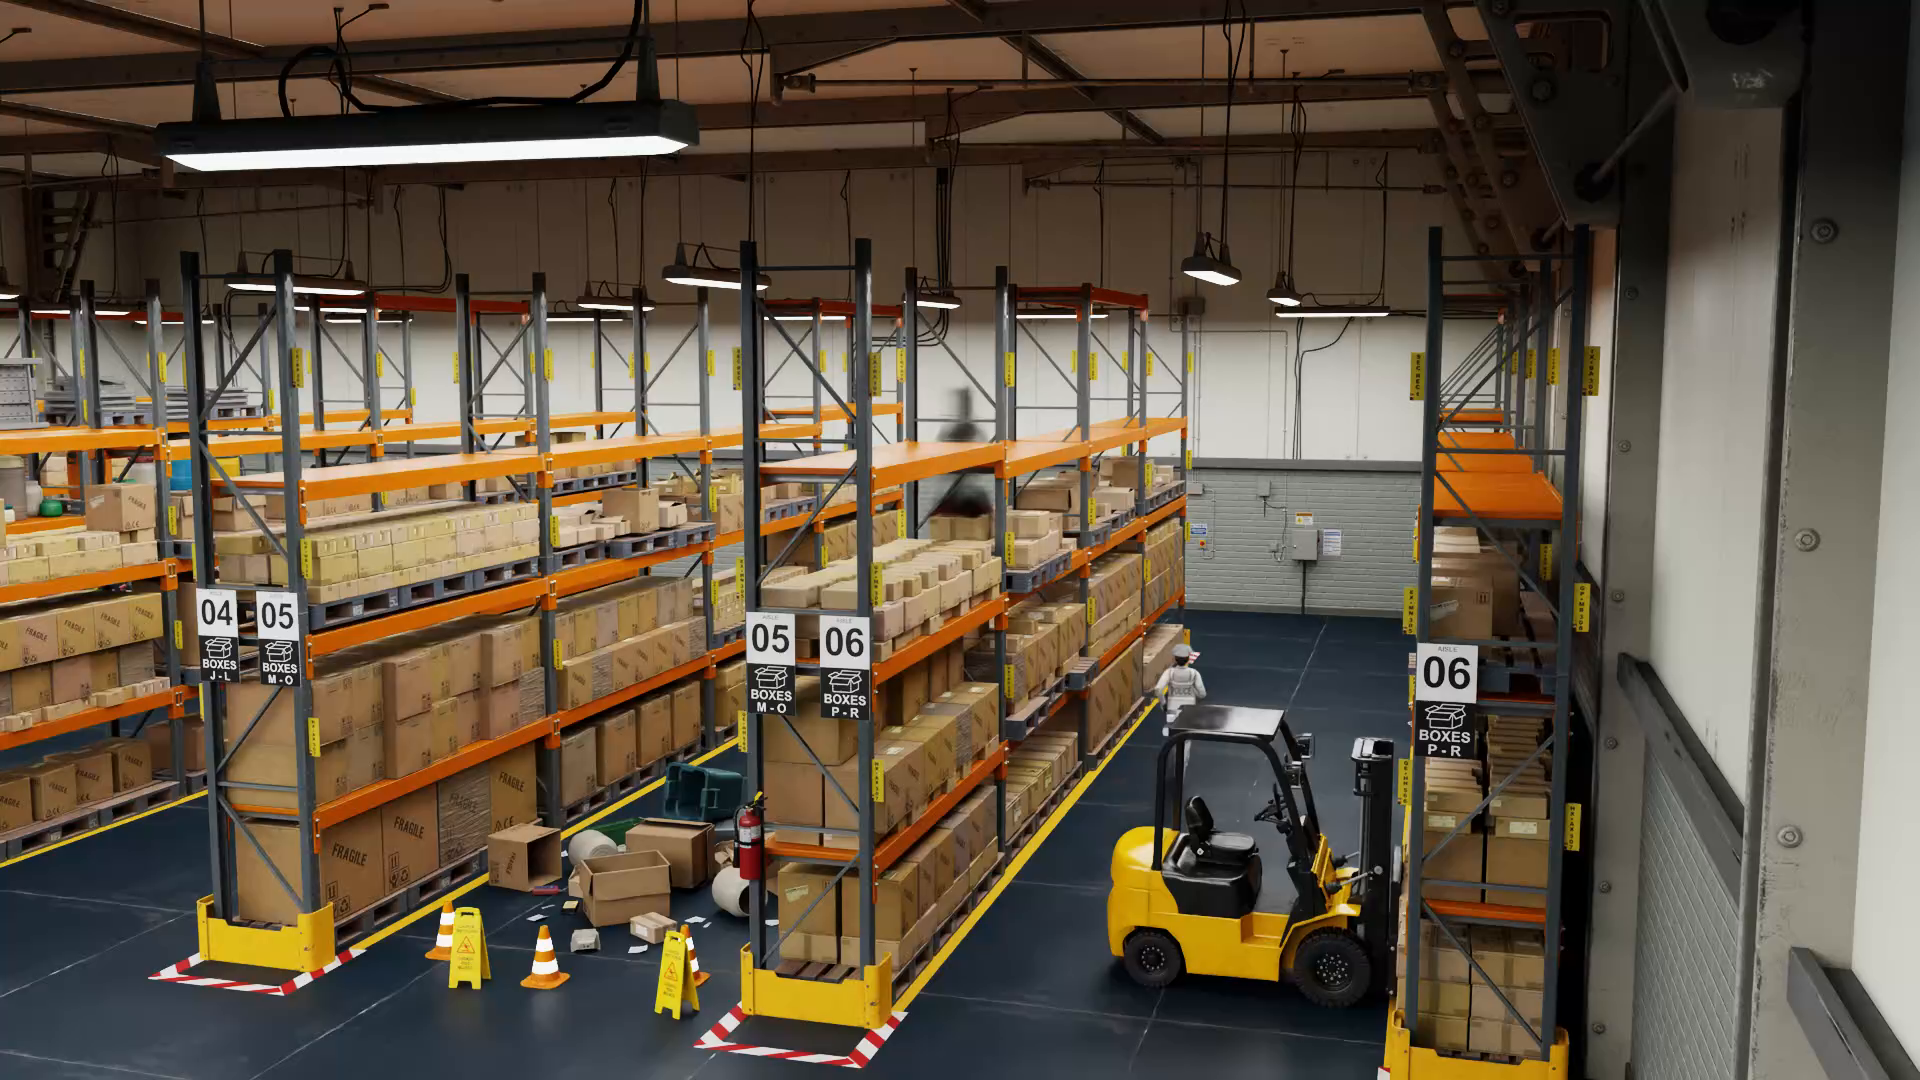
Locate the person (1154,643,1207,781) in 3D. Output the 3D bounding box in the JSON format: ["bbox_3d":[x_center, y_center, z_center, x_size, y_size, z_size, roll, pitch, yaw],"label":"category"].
[{"bbox_3d":[2.645,2.096,19.962,0.615,1.705,0.918,1,6,10],"label":"person"}]
